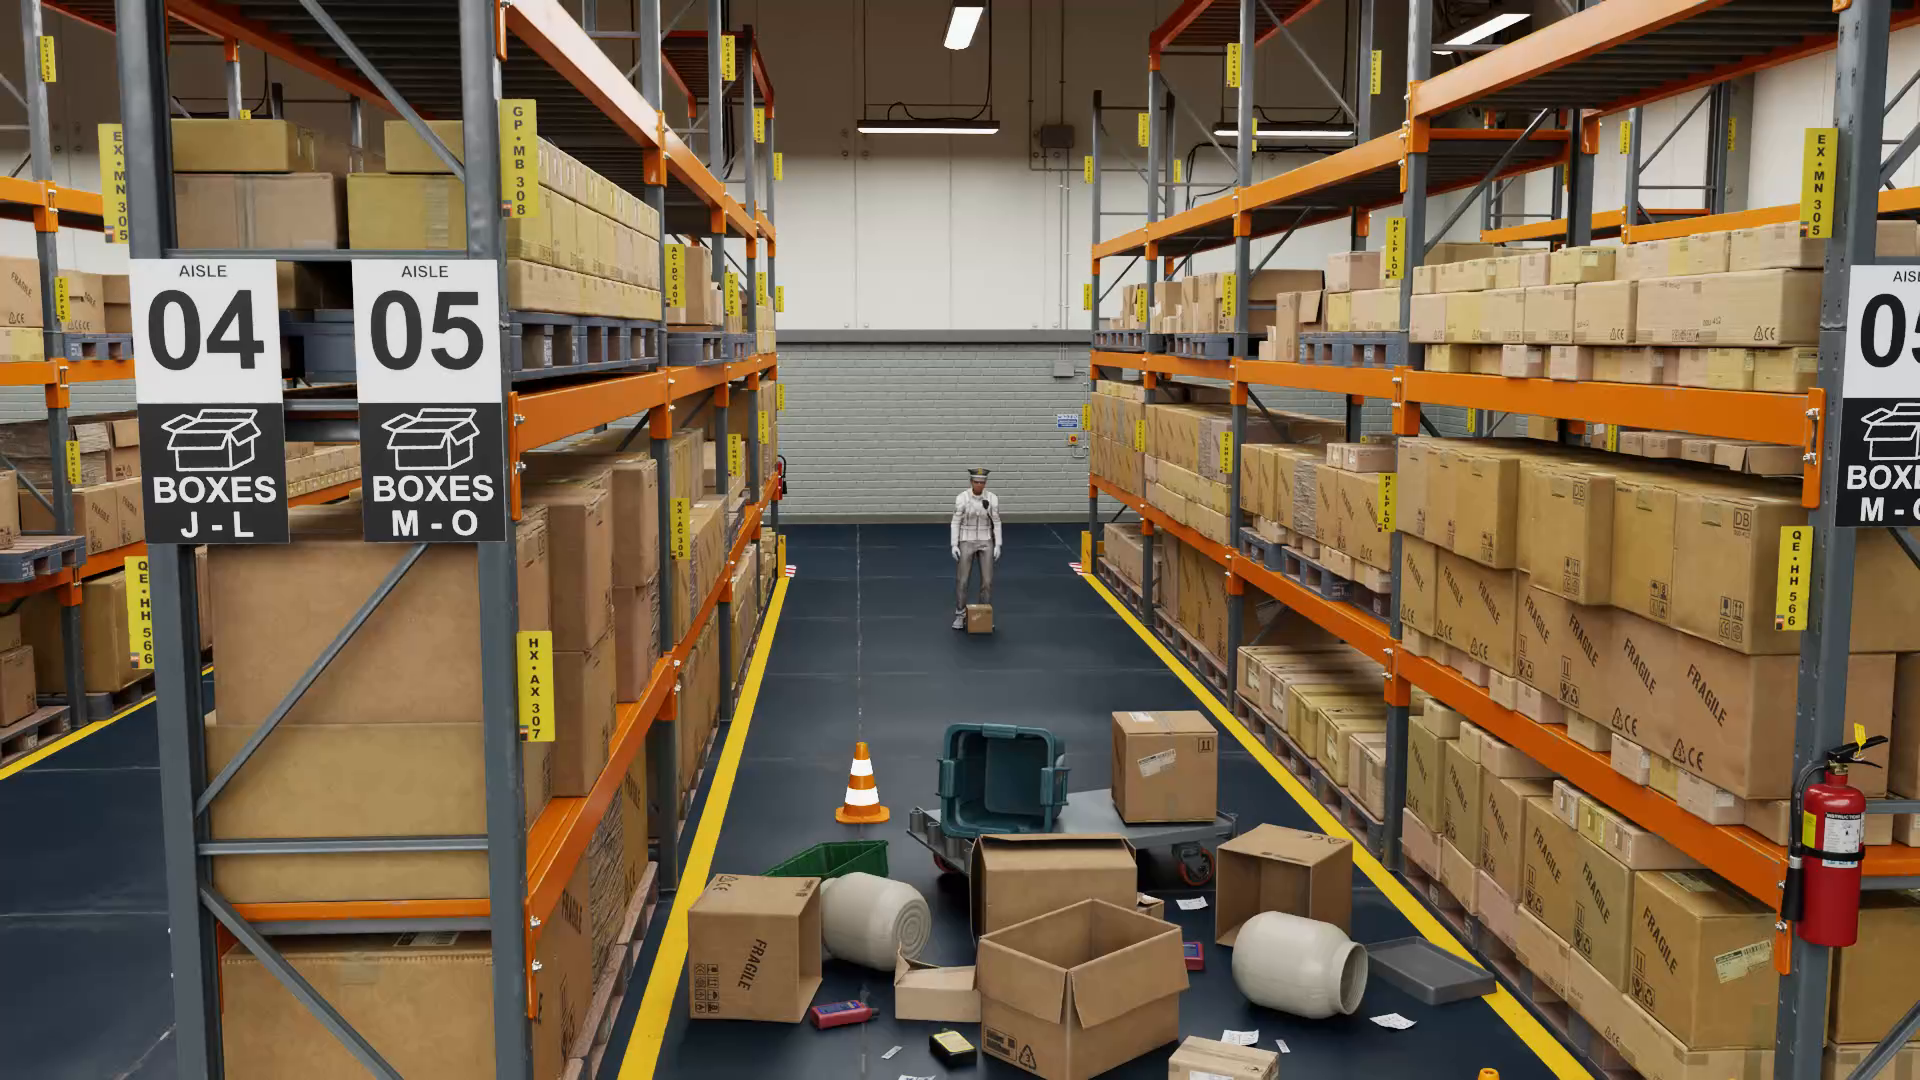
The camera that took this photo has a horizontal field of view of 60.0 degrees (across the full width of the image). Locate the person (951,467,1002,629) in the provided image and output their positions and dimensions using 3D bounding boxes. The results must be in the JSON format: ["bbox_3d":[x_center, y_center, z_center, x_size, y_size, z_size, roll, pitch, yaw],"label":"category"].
[{"bbox_3d":[0.170,0.073,17.137,0.530,1.663,0.377,-1,7,-4],"label":"person"}]
